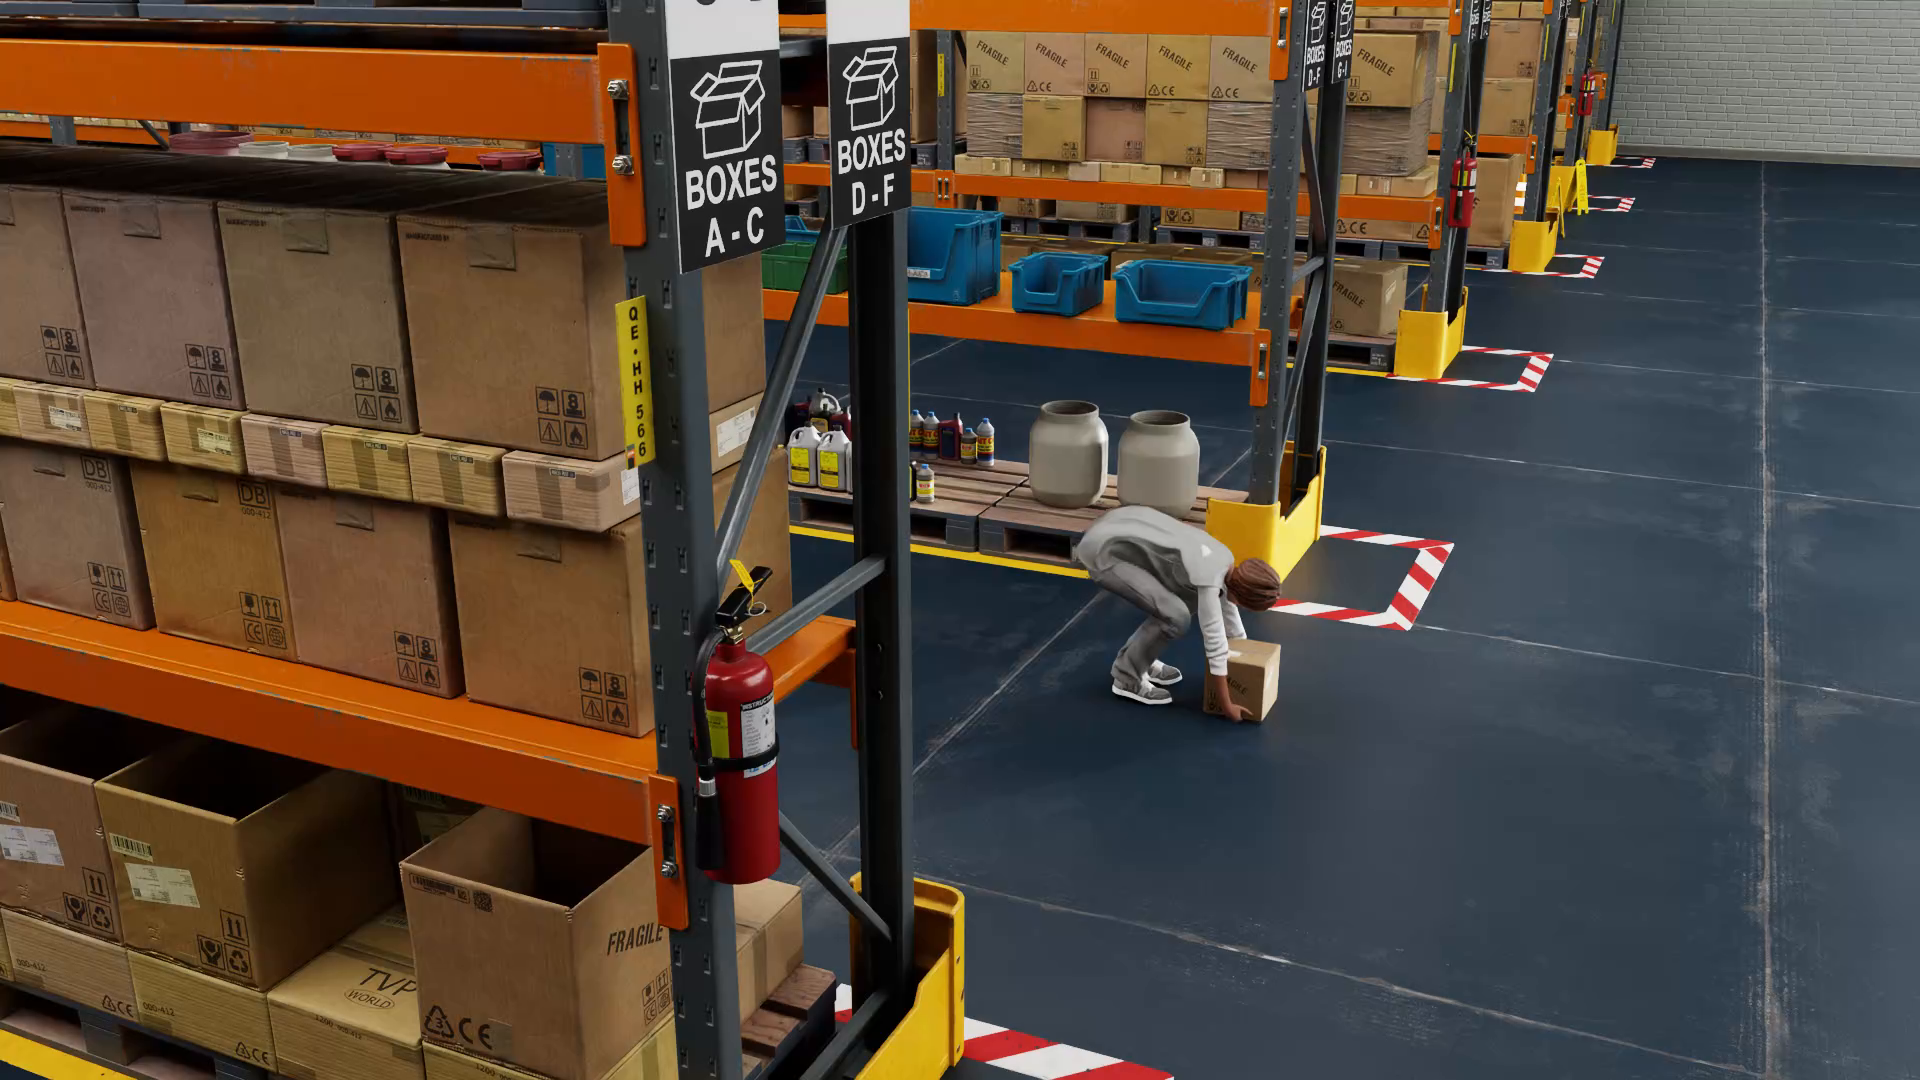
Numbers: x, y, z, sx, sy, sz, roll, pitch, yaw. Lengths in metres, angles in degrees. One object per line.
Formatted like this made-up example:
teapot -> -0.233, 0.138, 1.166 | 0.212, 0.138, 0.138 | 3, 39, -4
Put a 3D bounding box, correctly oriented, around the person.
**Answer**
person -> 0.913, 0.284, 6.978 | 0.862, 0.816, 0.428 | 8, 21, 20
